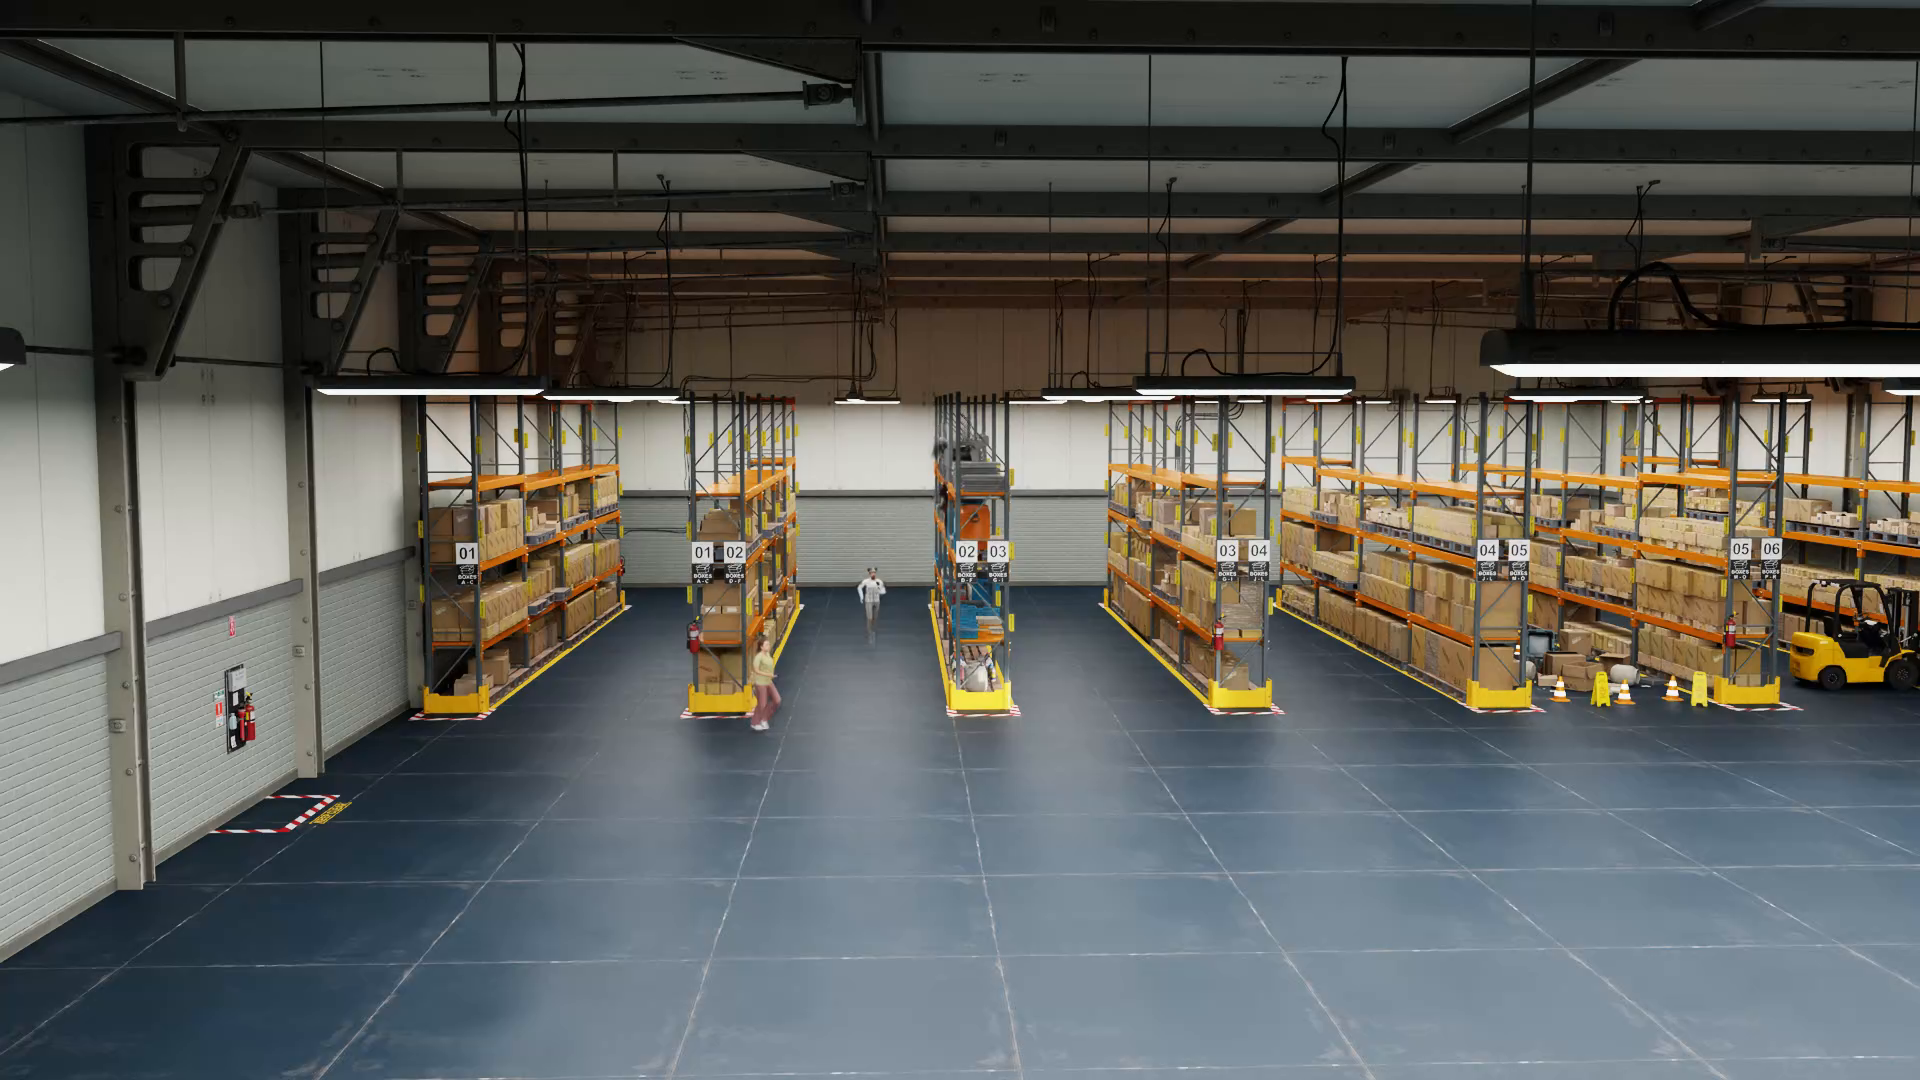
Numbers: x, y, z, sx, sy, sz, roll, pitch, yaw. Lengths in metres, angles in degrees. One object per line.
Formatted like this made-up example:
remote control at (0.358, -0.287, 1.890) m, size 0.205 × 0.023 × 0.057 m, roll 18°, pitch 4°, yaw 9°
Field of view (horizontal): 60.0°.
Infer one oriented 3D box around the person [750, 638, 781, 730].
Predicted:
person at (-3.425, 2.550, 29.328) m, size 0.624 × 1.657 × 0.606 m, roll 3°, pitch 5°, yaw 29°

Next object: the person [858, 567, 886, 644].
person at (-2.022, 1.494, 38.549) m, size 0.587 × 1.761 × 0.739 m, roll -1°, pitch 5°, yaw -17°
